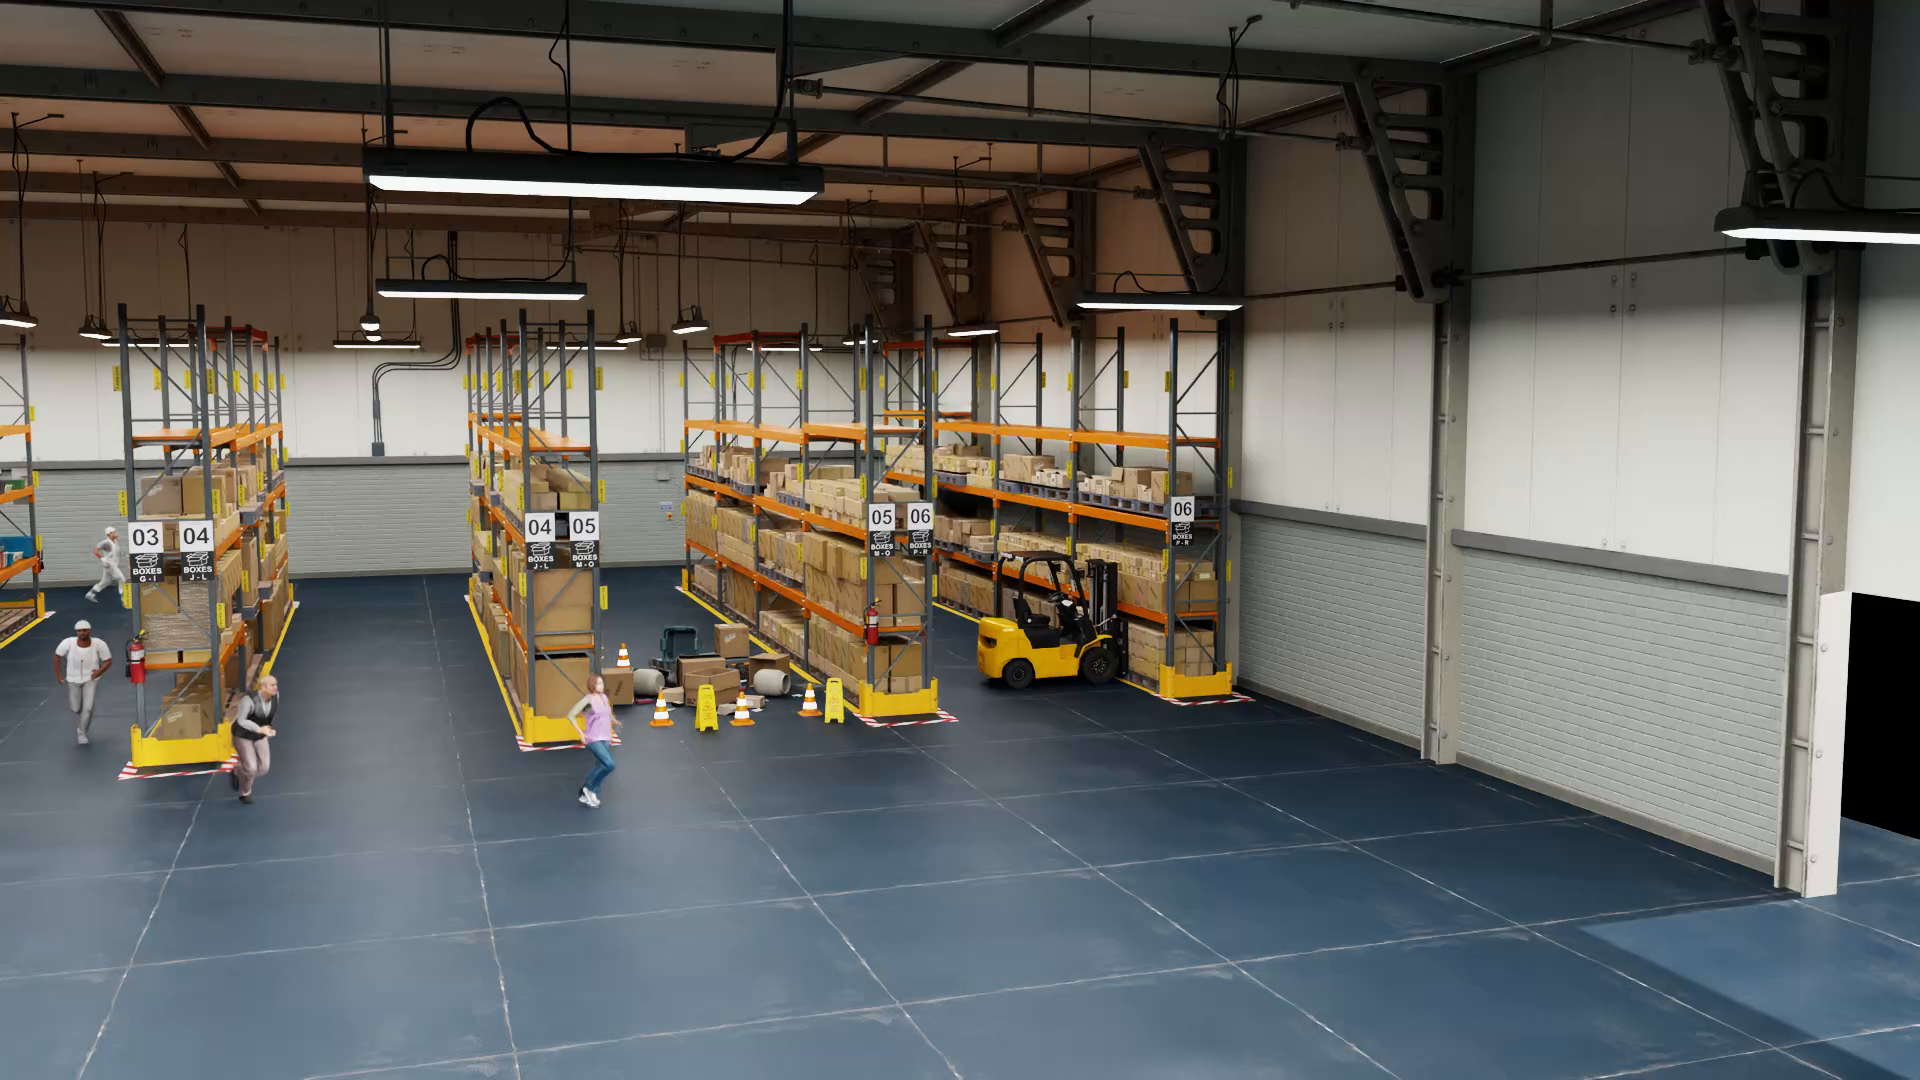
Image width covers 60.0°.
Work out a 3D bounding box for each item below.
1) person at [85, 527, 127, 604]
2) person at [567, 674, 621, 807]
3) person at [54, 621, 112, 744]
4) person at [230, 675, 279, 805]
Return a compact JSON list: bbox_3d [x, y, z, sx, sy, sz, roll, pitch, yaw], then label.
[{"bbox_3d":[-18.924,0.617,36.976,1.037,1.832,0.621,-2,6,-19],"label":"person"},{"bbox_3d":[-4.242,2.359,19.514,0.624,1.567,0.519,2,6,23],"label":"person"},{"bbox_3d":[-12.264,1.964,23.273,0.739,1.719,0.701,-2,6,-20],"label":"person"},{"bbox_3d":[-8.369,2.360,19.798,0.844,1.573,0.673,2,6,24],"label":"person"}]
